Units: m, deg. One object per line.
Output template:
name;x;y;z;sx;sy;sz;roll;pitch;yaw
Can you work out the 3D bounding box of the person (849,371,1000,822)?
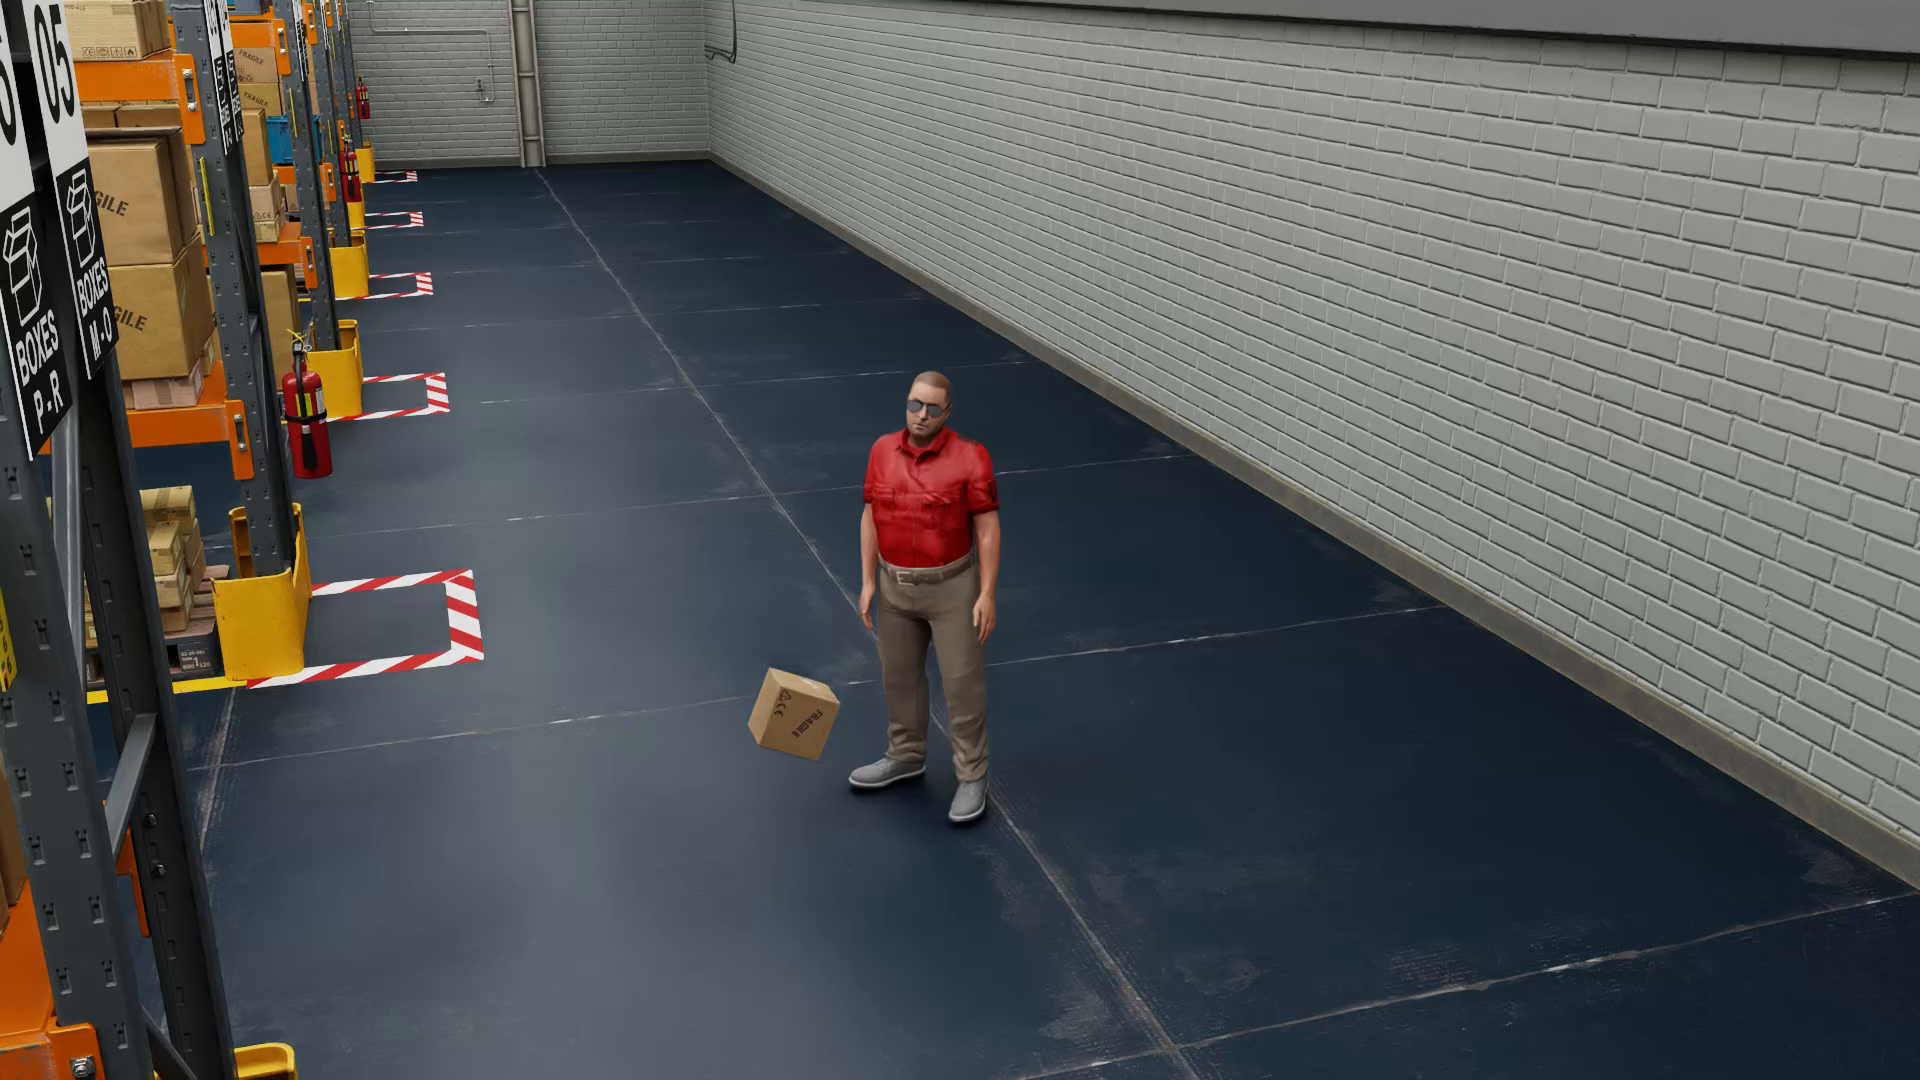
person;-0.142;0.208;6.426;0.649;1.736;0.385;9;21;24
